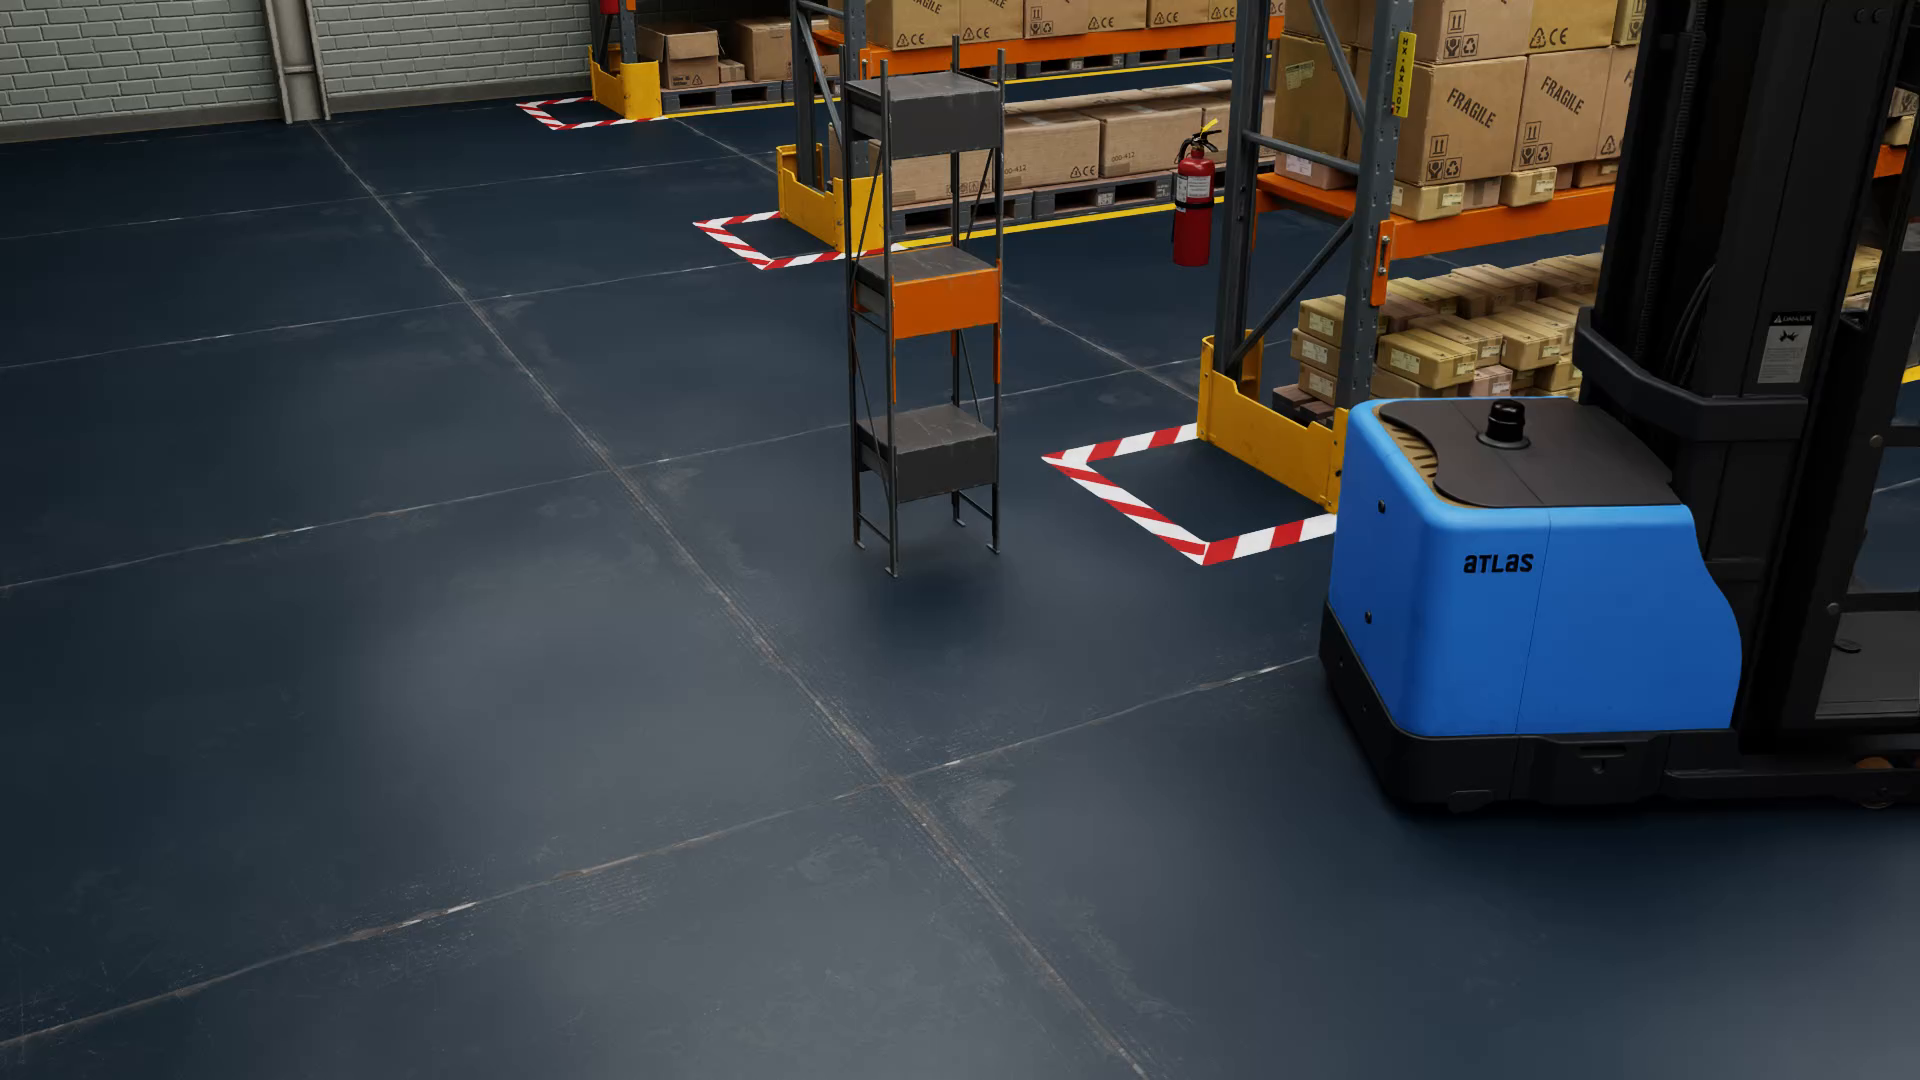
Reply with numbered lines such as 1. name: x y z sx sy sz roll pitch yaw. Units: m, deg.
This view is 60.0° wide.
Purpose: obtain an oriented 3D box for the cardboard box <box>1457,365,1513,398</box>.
1. cardboard box: 2.373 -0.766 7.845 0.250 0.149 0.380 -13 29 -25

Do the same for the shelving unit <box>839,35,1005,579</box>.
1. shelving unit: -0.146 -0.913 6.725 0.503 2.100 0.431 -13 29 -25

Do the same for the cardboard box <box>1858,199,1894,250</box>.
1. cardboard box: 5.586 -1.809 9.955 0.500 0.500 0.500 -14 29 -26

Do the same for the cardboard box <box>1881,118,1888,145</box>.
1. cardboard box: 4.469 -2.113 8.476 0.250 0.149 0.380 -12 28 -23

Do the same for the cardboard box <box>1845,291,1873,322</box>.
1. cardboard box: 4.690 -1.292 8.941 0.250 0.149 0.380 -14 29 -28

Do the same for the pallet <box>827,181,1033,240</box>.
1. pallet: -0.228 -2.490 12.193 1.213 0.211 1.003 -13 29 -25

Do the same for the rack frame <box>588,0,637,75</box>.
1. rack frame: -3.236 -5.450 15.135 0.127 3.000 1.000 -13 29 -25

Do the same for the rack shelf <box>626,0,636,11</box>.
1. rack shelf: -1.471 -5.533 16.139 4.000 0.370 1.077 -13 29 -25

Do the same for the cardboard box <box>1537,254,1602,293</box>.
1. cardboard box: 3.259 -1.372 8.764 0.250 0.149 0.380 -13 28 -25

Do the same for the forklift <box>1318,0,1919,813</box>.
1. forklift: 2.869 -0.673 5.265 3.031 2.935 1.130 -1 26 -3

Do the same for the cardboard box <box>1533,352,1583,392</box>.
1. cardboard box: 2.825 -0.860 8.041 0.250 0.149 0.380 -12 28 -24

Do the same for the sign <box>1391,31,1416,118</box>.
1. sign: 1.777 -1.868 6.675 0.005 0.325 0.100 -13 29 -25

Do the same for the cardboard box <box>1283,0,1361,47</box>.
1. cardboard box: 1.808 -2.503 7.383 0.500 0.500 0.500 -14 29 -26

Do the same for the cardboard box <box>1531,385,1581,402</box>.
1. cardboard box: 2.820 -0.721 8.096 0.250 0.149 0.380 -13 28 -24

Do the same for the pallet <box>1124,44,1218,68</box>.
1. pallet: 2.071 -5.438 18.332 1.213 0.211 1.003 -13 29 -25

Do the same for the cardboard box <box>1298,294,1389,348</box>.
1. cardboard box: 1.869 -1.062 8.117 0.250 0.149 0.380 -13 28 -25

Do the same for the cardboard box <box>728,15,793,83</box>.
1. cardboard box: -1.879 -4.760 16.101 0.500 0.500 0.700 -12 28 -23

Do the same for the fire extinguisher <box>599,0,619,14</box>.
1. fire extinguisher: -3.148 -5.040 14.802 0.183 0.674 0.296 -13 29 -25

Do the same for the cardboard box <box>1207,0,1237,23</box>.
1. cardboard box: 1.892 -4.116 12.241 0.500 0.500 0.500 -14 29 -26

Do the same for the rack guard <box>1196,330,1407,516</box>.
1. rack guard: 1.589 -0.574 7.867 0.348 0.500 1.175 -13 29 -25

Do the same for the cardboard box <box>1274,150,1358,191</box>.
1. cardboard box: 1.676 -1.746 7.711 0.250 0.149 0.380 -13 29 -25

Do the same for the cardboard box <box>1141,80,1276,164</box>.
1. cardboard box: 2.028 -3.317 13.168 0.875 0.438 0.875 -13 29 -26

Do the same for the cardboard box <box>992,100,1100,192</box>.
1. cardboard box: 0.442 -2.951 12.406 0.875 0.438 0.875 -12 28 -24

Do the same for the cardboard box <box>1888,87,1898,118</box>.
1. cardboard box: 4.298 -2.367 8.255 0.500 0.500 0.500 -14 29 -26

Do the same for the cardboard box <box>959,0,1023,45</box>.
1. cardboard box: 0.095 -3.702 11.379 0.500 0.500 0.500 -13 29 -26

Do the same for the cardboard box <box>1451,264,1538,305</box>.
1. cardboard box: 2.756 -1.297 8.607 0.250 0.149 0.380 -12 28 -23

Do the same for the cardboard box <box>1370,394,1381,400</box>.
1. cardboard box: 2.135 -0.573 7.787 0.250 0.149 0.380 -12 28 -24

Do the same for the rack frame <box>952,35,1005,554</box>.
1. rack frame: 0.069 -0.963 6.829 0.015 2.100 0.400 -13 29 -25

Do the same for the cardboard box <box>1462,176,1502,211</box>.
1. cardboard box: 2.167 -1.580 7.366 0.250 0.149 0.380 -12 28 -23

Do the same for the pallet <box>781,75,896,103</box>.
1. pallet: -1.391 -4.617 16.624 1.213 0.211 1.003 -13 29 -25

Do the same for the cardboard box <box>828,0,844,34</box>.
1. cardboard box: -0.596 -3.799 11.582 0.500 0.500 0.500 -13 28 -25

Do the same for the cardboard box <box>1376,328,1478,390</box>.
1. cardboard box: 2.144 -0.834 7.643 0.250 0.149 0.380 -14 29 -27

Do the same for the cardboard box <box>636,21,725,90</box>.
1. cardboard box: -2.652 -4.602 15.768 0.637 0.503 0.797 -14 29 -27

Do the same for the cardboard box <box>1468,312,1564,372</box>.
1. cardboard box: 2.613 -0.939 7.861 0.250 0.149 0.380 -13 29 -25

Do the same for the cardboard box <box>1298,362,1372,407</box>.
1. cardboard box: 1.888 -0.776 8.209 0.250 0.149 0.380 -12 28 -24

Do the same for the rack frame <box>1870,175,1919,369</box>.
1. rack frame: 5.051 -2.500 8.990 0.127 3.000 1.000 -13 29 -25

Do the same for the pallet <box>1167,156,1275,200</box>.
1. pallet: 1.925 -2.987 13.228 1.213 0.211 1.003 -13 29 -25

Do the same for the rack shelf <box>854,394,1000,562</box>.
1. rack shelf: -0.146 -0.270 7.034 0.480 0.518 0.431 -13 29 -25

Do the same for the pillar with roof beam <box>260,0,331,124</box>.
1. pillar with roof beam: -4.013 -6.305 9.985 0.400 9.000 9.100 -13 29 -25

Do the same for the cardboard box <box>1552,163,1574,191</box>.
1. cardboard box: 2.594 -1.720 7.656 0.250 0.149 0.380 -12 28 -23

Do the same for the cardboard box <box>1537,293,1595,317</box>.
1. cardboard box: 3.042 -1.074 8.142 0.250 0.149 0.380 -12 28 -23

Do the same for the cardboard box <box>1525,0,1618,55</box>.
1. cardboard box: 2.485 -2.410 7.190 0.500 0.500 0.500 -12 28 -24

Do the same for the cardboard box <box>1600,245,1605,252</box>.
1. cardboard box: 3.696 -1.495 9.019 0.250 0.149 0.380 -12 28 -24

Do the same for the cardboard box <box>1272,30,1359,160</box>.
1. cardboard box: 1.797 -2.054 7.603 0.500 0.500 0.500 -12 28 -24

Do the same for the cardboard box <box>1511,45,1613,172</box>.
1. cardboard box: 2.508 -1.969 7.426 0.500 0.500 0.500 -13 29 -25

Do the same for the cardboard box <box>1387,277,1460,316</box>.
1. cardboard box: 2.287 -1.192 8.389 0.250 0.149 0.380 -14 29 -26

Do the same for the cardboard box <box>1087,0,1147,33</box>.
1. cardboard box: 0.986 -3.907 11.806 0.500 0.500 0.500 -12 28 -23

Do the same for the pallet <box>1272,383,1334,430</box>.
1. pallet: 2.322 -0.595 8.246 1.213 0.211 1.003 -13 29 -25

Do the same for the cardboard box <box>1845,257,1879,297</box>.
1. cardboard box: 4.653 -1.433 8.890 0.250 0.149 0.380 -13 28 -24

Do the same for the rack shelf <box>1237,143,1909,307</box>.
1. rack shelf: 3.286 -1.768 8.298 4.000 0.370 1.077 -13 29 -25
